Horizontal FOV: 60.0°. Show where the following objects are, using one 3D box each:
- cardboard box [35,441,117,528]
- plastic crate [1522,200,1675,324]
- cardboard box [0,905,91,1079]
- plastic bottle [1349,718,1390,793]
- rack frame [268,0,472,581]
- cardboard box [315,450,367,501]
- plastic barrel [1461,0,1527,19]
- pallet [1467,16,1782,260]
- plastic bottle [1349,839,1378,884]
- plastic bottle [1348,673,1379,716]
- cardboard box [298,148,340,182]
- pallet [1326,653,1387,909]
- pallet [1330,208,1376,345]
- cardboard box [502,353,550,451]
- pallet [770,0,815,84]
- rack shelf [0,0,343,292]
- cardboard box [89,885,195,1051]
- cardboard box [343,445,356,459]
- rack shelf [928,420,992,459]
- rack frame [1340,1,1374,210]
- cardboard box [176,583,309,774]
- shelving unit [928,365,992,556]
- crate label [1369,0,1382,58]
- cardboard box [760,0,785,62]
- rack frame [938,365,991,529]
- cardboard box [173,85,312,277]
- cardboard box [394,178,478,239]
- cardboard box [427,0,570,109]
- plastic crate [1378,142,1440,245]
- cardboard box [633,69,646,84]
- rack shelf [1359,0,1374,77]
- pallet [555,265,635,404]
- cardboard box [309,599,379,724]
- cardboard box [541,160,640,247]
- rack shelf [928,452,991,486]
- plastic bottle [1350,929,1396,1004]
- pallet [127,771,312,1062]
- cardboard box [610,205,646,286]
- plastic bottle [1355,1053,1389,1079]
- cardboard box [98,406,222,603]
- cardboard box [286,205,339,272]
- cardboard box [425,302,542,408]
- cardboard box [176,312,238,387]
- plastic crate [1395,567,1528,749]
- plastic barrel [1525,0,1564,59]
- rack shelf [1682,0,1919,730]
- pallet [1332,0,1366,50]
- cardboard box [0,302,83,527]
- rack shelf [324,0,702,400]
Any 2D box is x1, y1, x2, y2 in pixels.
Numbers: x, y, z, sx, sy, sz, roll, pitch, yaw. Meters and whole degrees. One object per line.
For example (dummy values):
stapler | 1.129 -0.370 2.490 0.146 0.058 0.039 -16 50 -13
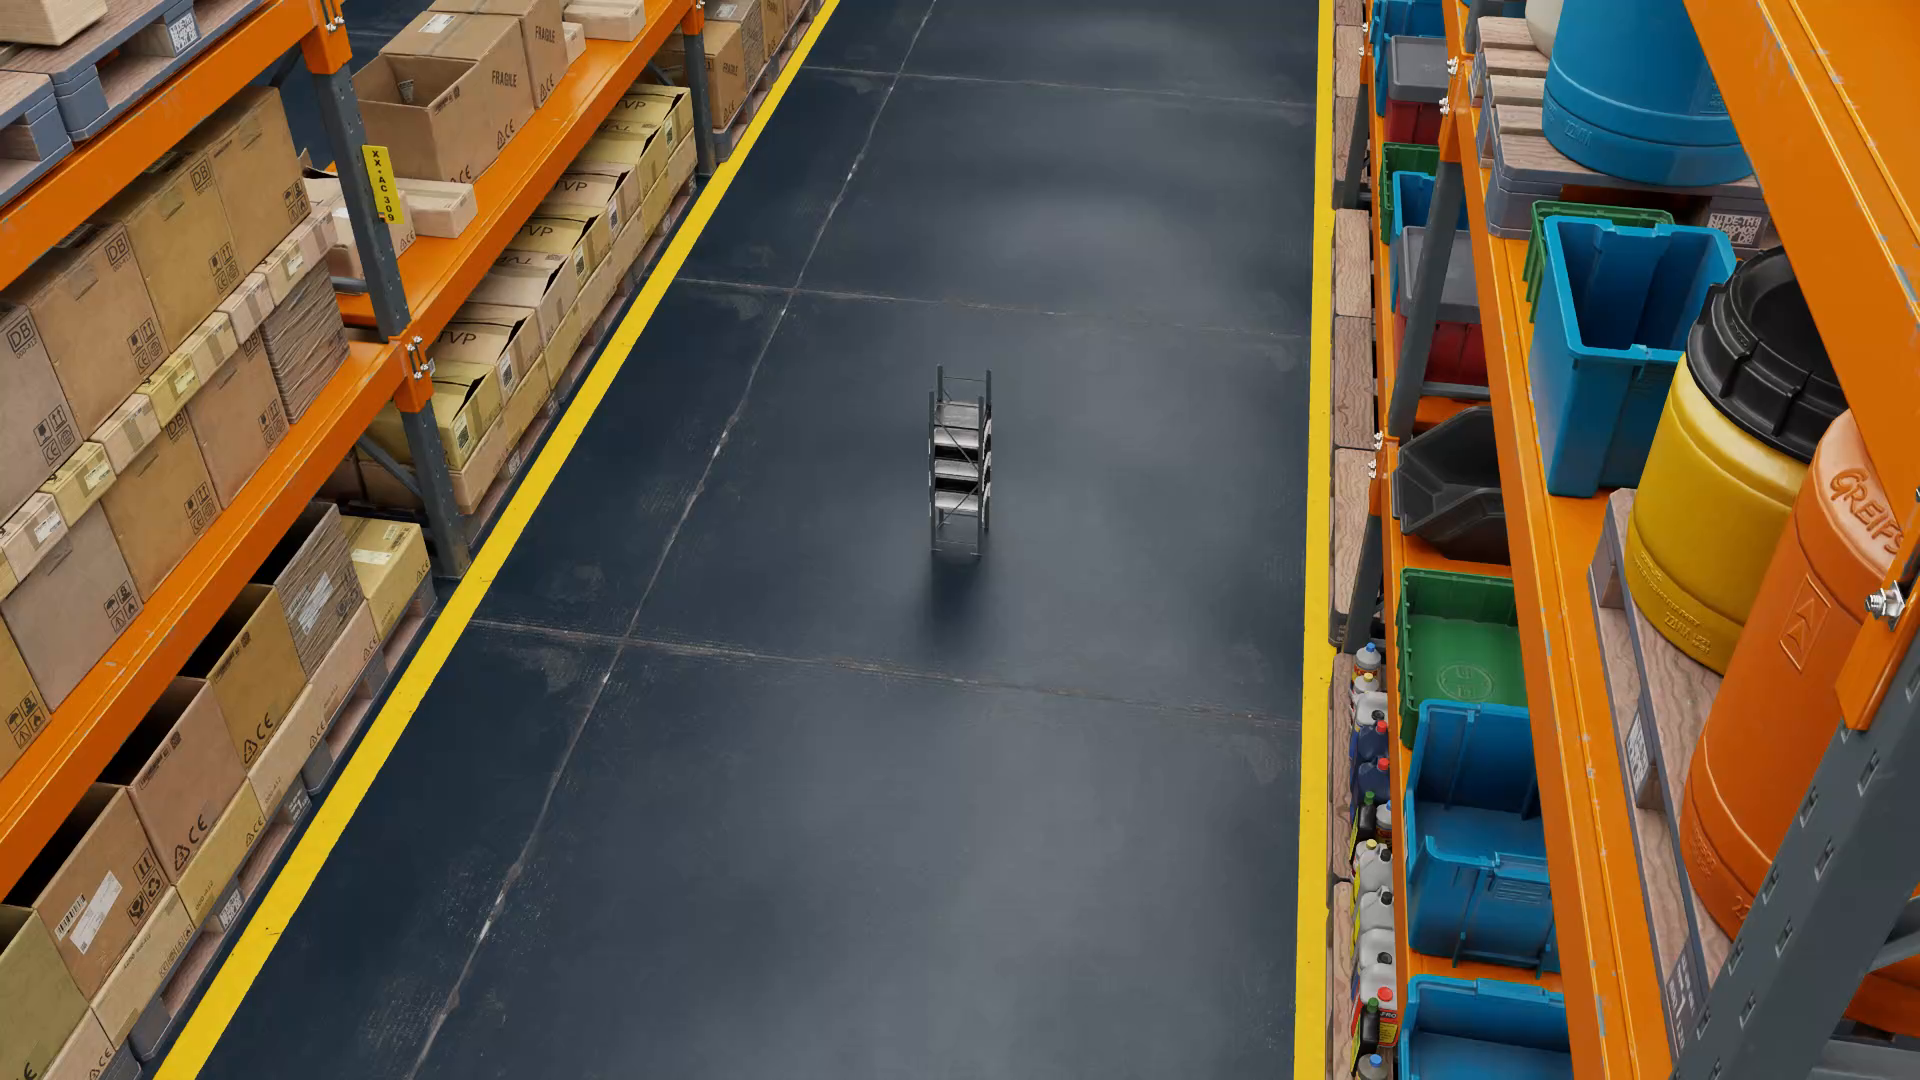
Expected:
cardboard box | -2.867 -0.192 5.137 0.380 0.149 0.250 8 40 9
plastic crate | 1.570 -0.627 4.064 0.336 0.188 0.450 6 40 8
cardboard box | -3.062 1.432 5.001 0.500 0.500 0.500 6 40 8
plastic bottle | 1.563 0.799 6.260 0.144 0.351 0.185 7 40 9
rack frame | -2.766 -1.061 6.777 1.000 3.000 0.127 6 40 8
cardboard box | -2.980 -0.456 7.872 0.500 0.250 0.500 6 40 7
plastic barrel | 1.986 -2.205 5.413 0.600 0.901 0.708 6 40 8
pallet | 2.083 -1.133 4.657 1.213 0.211 1.003 6 40 8
plastic bottle | 1.458 1.150 5.952 0.097 0.201 0.097 0 40 0
plastic bottle | 1.607 0.611 6.604 0.097 0.201 0.097 0 40 0
cardboard box | -2.795 -1.582 7.511 0.396 0.266 0.258 5 40 7
pallet | 1.954 0.979 6.498 1.003 0.211 1.213 6 40 8
pallet | 2.631 -1.467 9.455 1.003 0.211 1.213 6 40 8
cardboard box | -2.363 -0.710 8.180 0.500 0.250 0.500 7 40 9
pallet | -1.694 -3.725 12.187 1.003 0.211 1.213 6 40 8
rack shelf | -3.113 -0.685 4.532 1.077 0.370 4.000 6 40 8
cardboard box | -2.977 1.407 5.620 0.500 0.250 0.500 6 40 8
cardboard box | -2.979 -0.666 7.686 0.500 0.311 0.500 6 40 8
rack shelf | 0.001 -0.465 7.473 0.258 0.077 0.200 6 40 8
rack frame | 2.804 -3.023 9.150 1.000 3.000 0.127 6 40 8
cardboard box | -2.812 0.489 6.141 0.500 0.500 0.500 6 40 8
shelving unit | 0.001 -0.352 7.566 0.258 0.900 0.210 6 40 8
crate label | 2.362 -2.736 8.933 0.303 0.233 0.416 6 40 8
cardboard box | -1.537 -3.676 11.555 0.500 0.500 0.500 6 40 7
rack frame | 0.019 -0.416 7.643 0.240 0.900 0.006 6 40 8
cardboard box | -2.837 -1.321 5.994 0.700 0.500 0.500 7 40 8
cardboard box | -2.412 -1.498 7.502 0.380 0.149 0.250 6 40 8
cardboard box | -2.349 -2.556 8.505 0.500 0.500 0.500 4 40 5
plastic crate | 2.135 -1.555 7.540 0.450 0.188 0.662 6 40 8
cardboard box | -2.144 -3.391 11.211 0.500 0.500 0.500 8 40 9
rack shelf | 3.150 -4.001 10.897 1.077 0.370 4.000 6 40 8
pallet | -2.469 -1.221 9.158 1.003 0.211 1.213 6 40 8
cardboard box | -2.728 0.464 6.760 0.500 0.250 0.500 6 40 8
cardboard box | -2.096 -1.891 9.168 0.500 0.311 0.500 6 40 7
rack shelf | 0.001 -0.326 7.588 0.258 0.077 0.200 6 40 8
plastic bottle | 1.400 1.434 5.550 0.152 0.276 0.135 5 40 6
pallet | -3.154 1.276 6.138 1.003 0.211 1.213 6 40 8
cardboard box | -2.101 -1.678 9.350 0.500 0.250 0.500 7 40 9
plastic bottle | 1.305 1.705 5.281 0.097 0.201 0.097 0 40 0
cardboard box | -3.013 -0.175 5.626 0.700 0.500 0.500 7 40 8
cardboard box | -2.603 -1.156 6.303 0.380 0.149 0.250 6 40 8
cardboard box | -2.358 -0.925 8.000 0.500 0.311 0.500 6 40 7
cardboard box | -2.735 -0.671 5.717 0.380 0.149 0.250 6 40 8
plastic crate | 1.599 0.390 5.188 0.450 0.188 0.662 6 40 8
plastic barrel | 1.844 -1.625 4.687 0.421 0.512 0.421 0 40 0
rack shelf | 1.765 -1.138 3.040 1.077 0.370 4.000 6 40 8
pallet | 3.321 -3.979 12.494 1.003 0.211 1.213 6 40 8
cardboard box | -3.098 -0.376 4.851 0.700 0.500 0.500 6 40 8
rack shelf | -2.420 -2.039 8.524 1.077 0.370 4.000 6 40 8
